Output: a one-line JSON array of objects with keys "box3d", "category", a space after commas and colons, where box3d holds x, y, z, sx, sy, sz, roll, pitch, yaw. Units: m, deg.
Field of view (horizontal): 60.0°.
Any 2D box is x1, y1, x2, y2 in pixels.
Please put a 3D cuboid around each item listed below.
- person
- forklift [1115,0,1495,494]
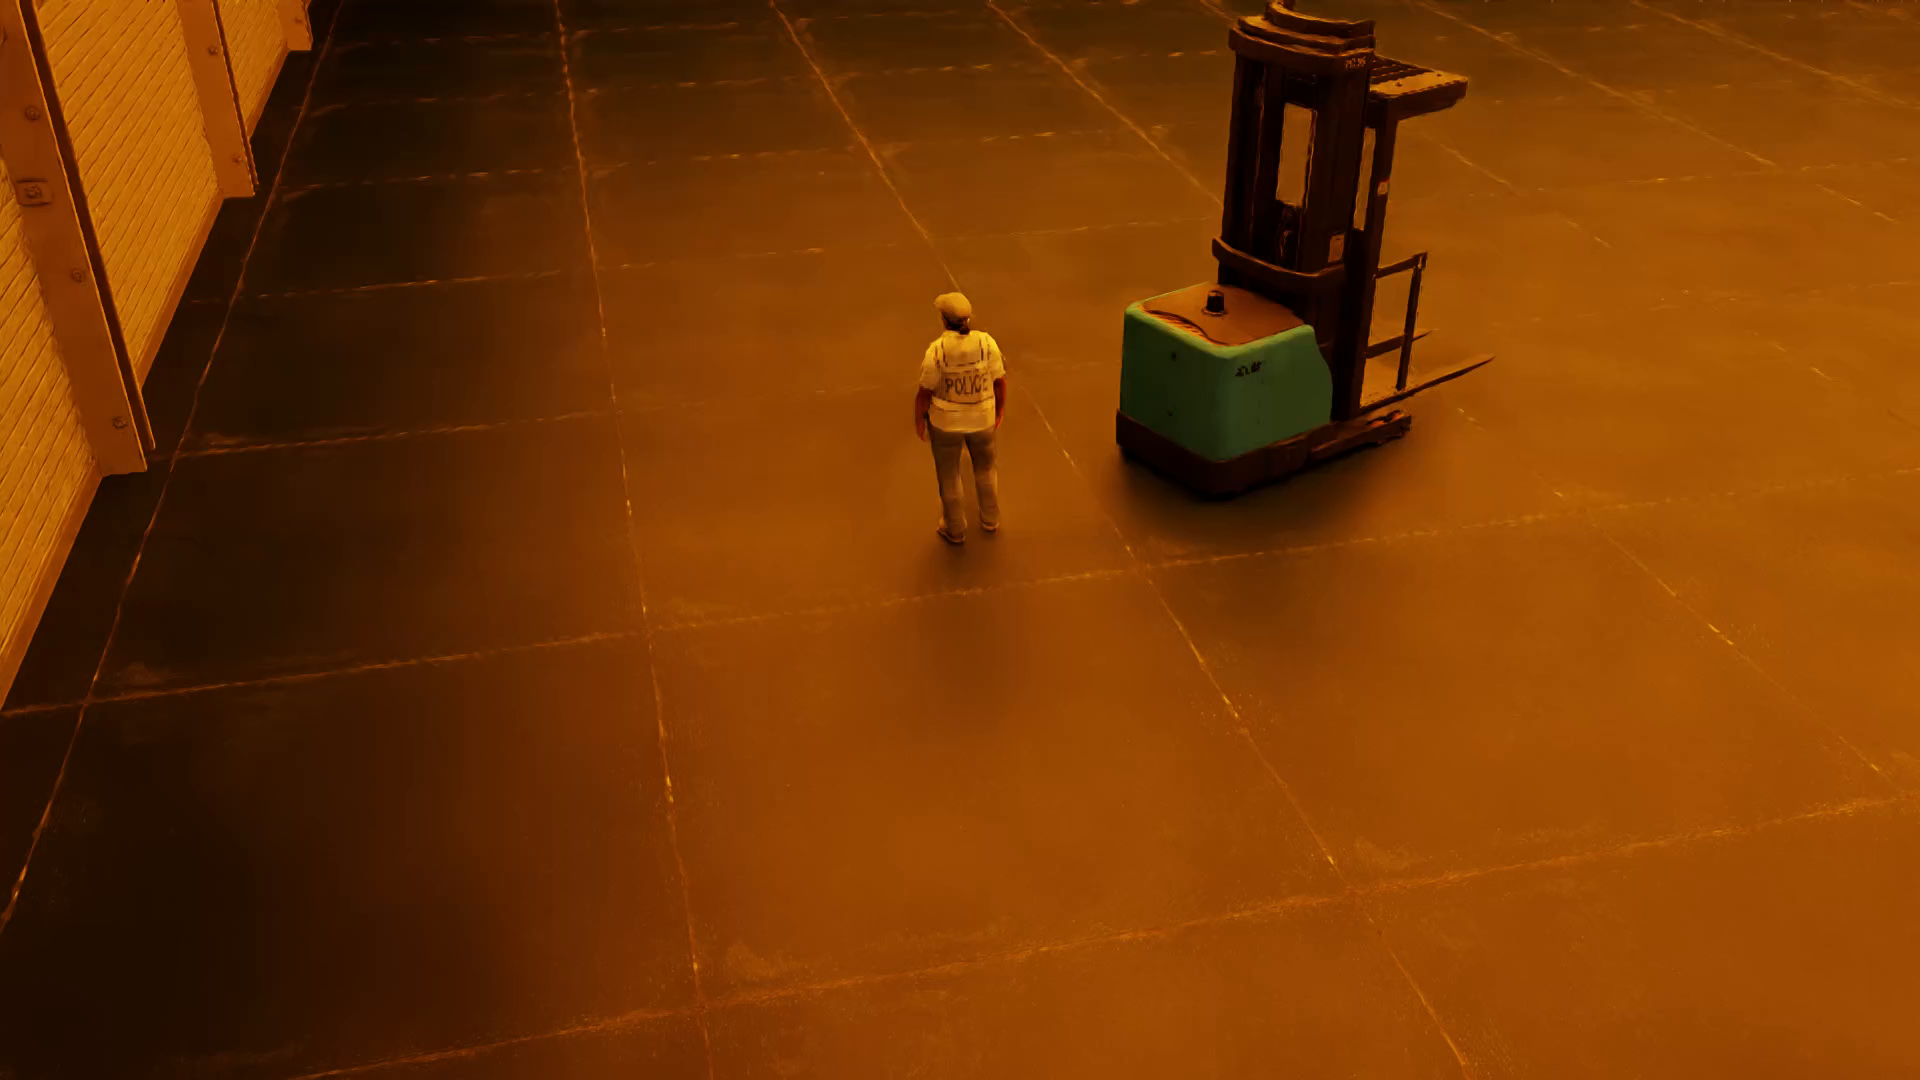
[{"box3d": [0.004, -0.767, 10.148, 0.598, 1.669, 0.529, -7, 31, -12], "category": "person"}, {"box3d": [2.573, -2.139, 11.269, 3.031, 2.935, 1.130, -20, 35, -30], "category": "forklift"}]
